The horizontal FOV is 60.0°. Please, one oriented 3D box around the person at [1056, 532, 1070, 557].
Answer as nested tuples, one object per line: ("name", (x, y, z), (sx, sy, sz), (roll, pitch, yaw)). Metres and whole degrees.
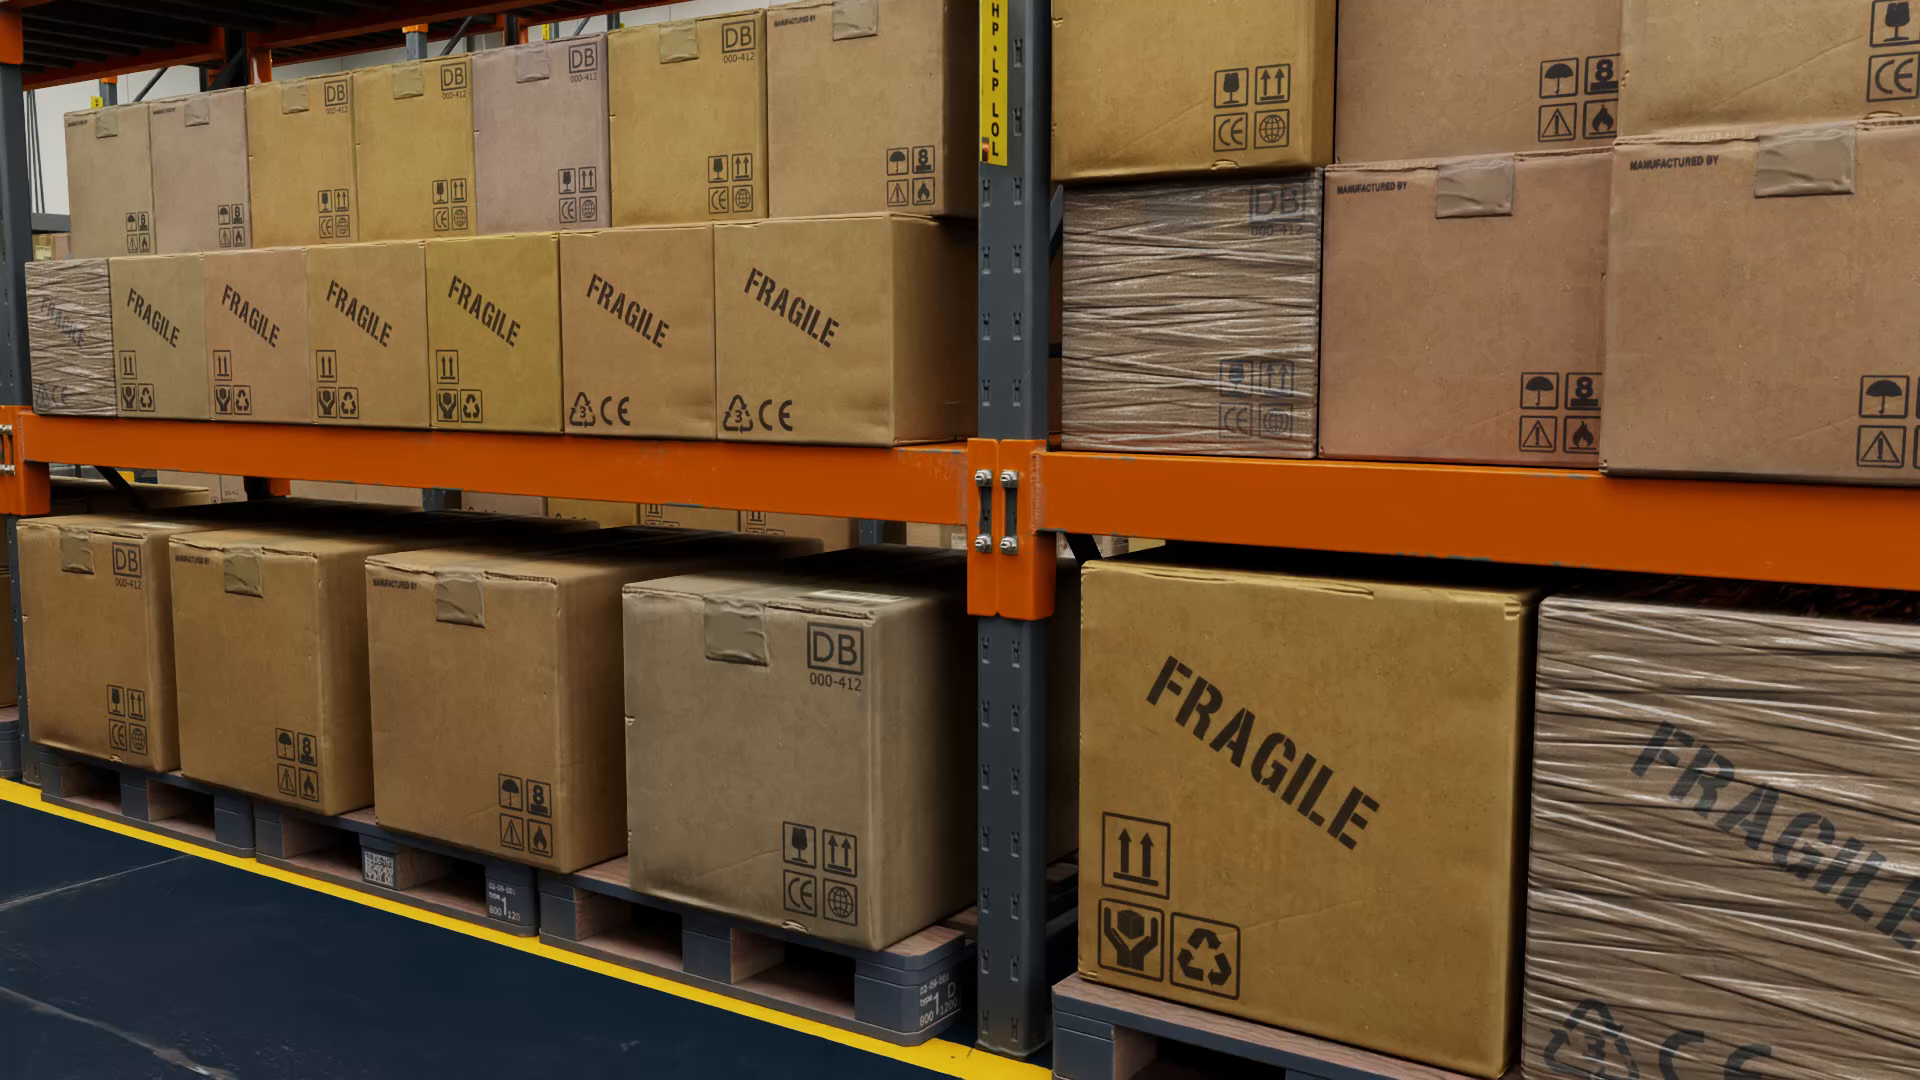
("person", (0.278, -0.110, 6.992), (0.454, 1.653, 0.848), (4, 7, 30))
